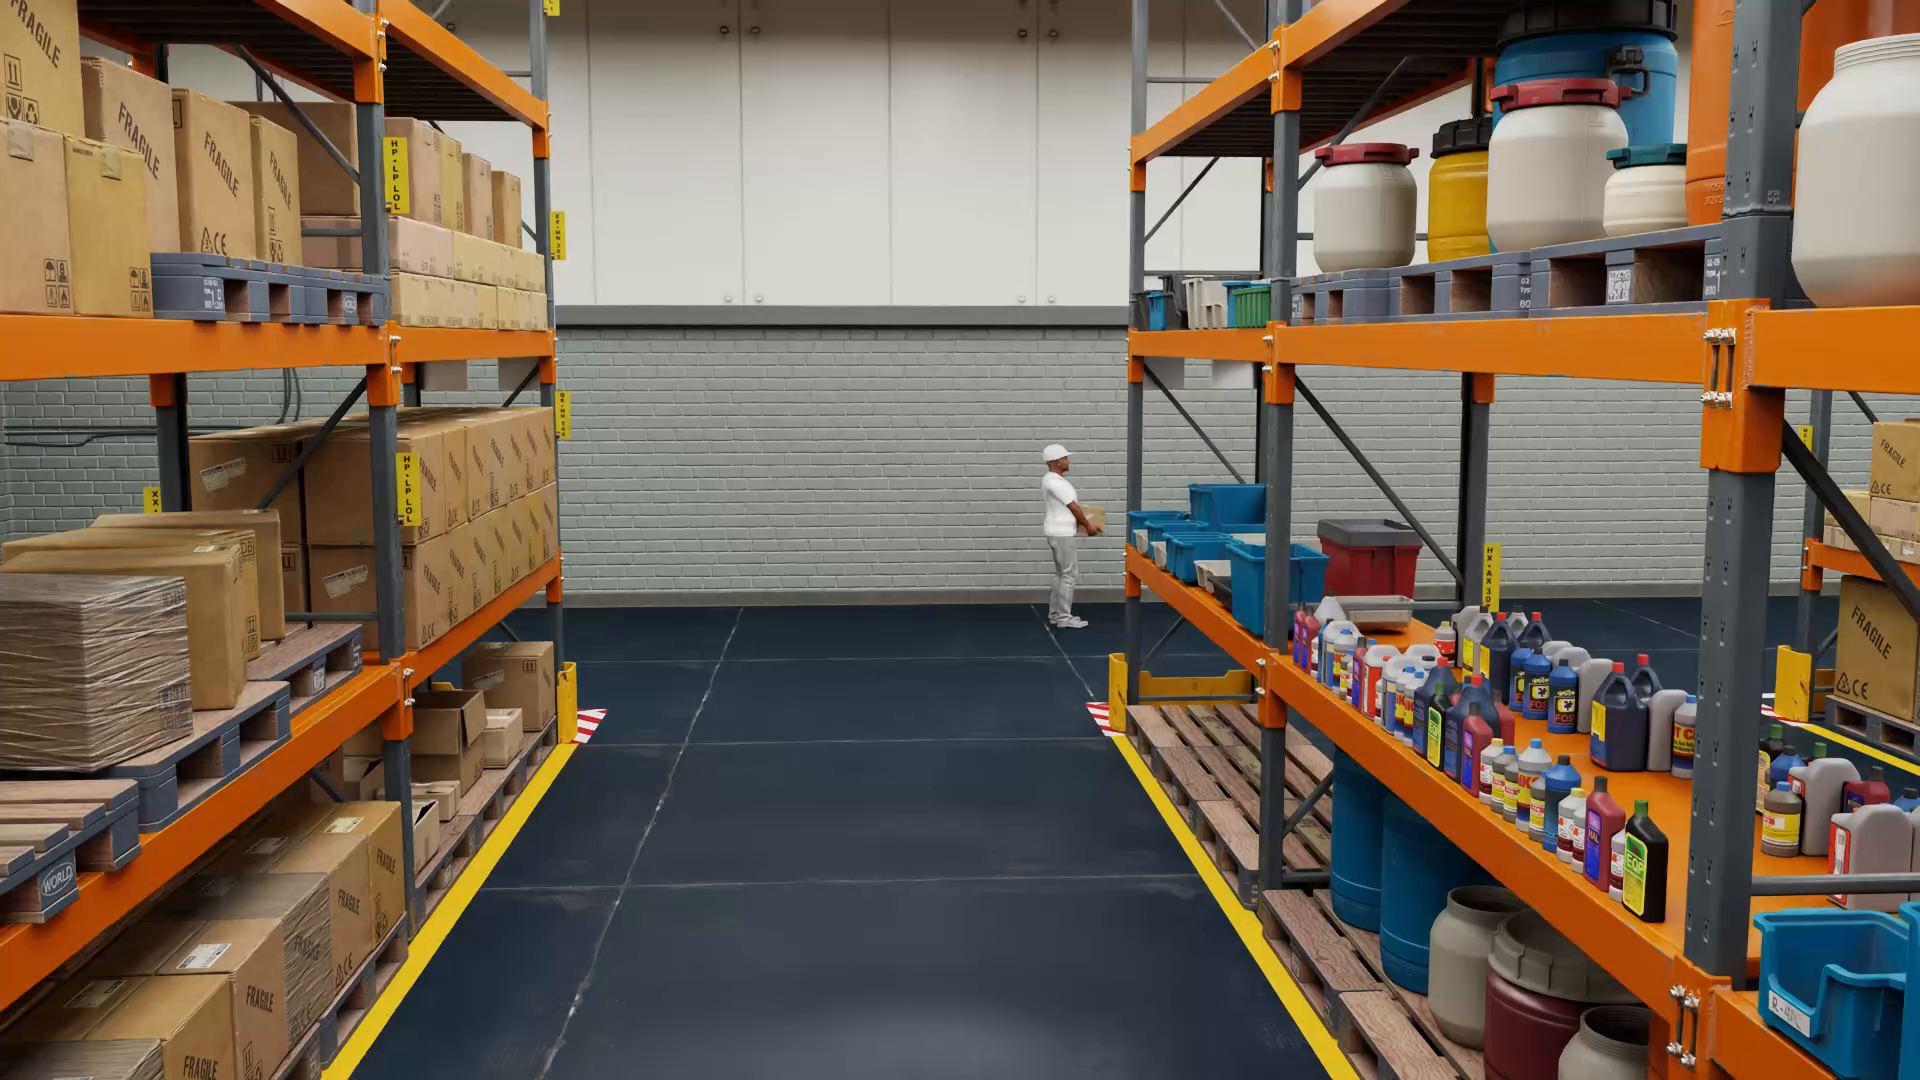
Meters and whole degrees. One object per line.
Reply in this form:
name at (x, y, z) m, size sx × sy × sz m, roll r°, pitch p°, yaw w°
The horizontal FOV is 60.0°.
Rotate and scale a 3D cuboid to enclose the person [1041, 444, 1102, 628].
person at (1.069, -0.044, 16.042) m, size 0.577 × 1.758 × 0.503 m, roll 0°, pitch 7°, yaw -3°
